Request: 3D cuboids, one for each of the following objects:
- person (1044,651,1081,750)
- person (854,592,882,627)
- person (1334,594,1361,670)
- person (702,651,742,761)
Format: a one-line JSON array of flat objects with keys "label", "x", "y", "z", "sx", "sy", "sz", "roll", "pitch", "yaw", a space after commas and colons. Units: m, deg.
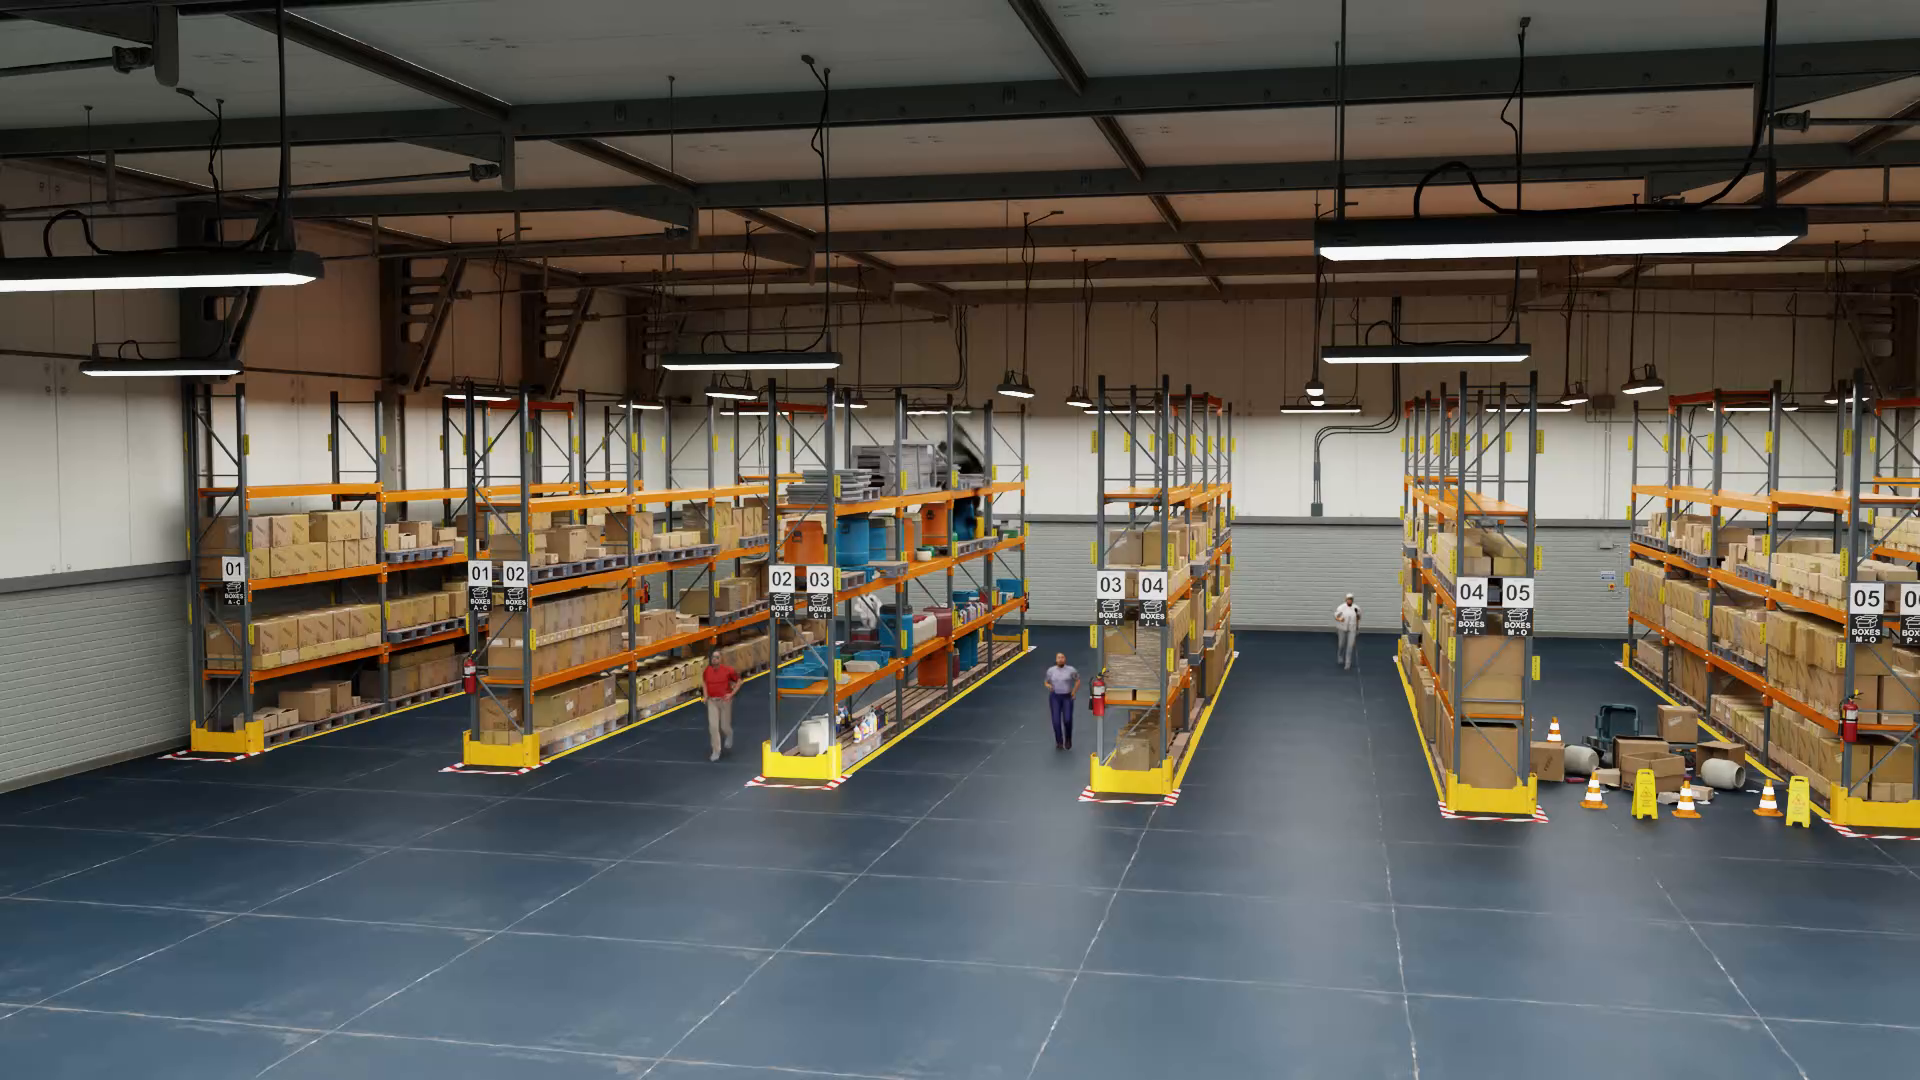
[{"label": "person", "x": 1.652, "y": 2.636, "z": 27.183, "sx": 0.570, "sy": 1.618, "sz": 0.576, "roll": 1, "pitch": 3, "yaw": 9}, {"label": "person", "x": -2.211, "y": 1.896, "z": 39.839, "sx": 0.642, "sy": 1.715, "sz": 0.595, "roll": 0, "pitch": 3, "yaw": 4}, {"label": "person", "x": 8.708, "y": 2.034, "z": 37.325, "sx": 0.613, "sy": 1.673, "sz": 0.937, "roll": 0, "pitch": 3, "yaw": 8}, {"label": "person", "x": -3.819, "y": 2.642, "z": 26.694, "sx": 0.671, "sy": 1.750, "sz": 0.754, "roll": 1, "pitch": 3, "yaw": 10}]
